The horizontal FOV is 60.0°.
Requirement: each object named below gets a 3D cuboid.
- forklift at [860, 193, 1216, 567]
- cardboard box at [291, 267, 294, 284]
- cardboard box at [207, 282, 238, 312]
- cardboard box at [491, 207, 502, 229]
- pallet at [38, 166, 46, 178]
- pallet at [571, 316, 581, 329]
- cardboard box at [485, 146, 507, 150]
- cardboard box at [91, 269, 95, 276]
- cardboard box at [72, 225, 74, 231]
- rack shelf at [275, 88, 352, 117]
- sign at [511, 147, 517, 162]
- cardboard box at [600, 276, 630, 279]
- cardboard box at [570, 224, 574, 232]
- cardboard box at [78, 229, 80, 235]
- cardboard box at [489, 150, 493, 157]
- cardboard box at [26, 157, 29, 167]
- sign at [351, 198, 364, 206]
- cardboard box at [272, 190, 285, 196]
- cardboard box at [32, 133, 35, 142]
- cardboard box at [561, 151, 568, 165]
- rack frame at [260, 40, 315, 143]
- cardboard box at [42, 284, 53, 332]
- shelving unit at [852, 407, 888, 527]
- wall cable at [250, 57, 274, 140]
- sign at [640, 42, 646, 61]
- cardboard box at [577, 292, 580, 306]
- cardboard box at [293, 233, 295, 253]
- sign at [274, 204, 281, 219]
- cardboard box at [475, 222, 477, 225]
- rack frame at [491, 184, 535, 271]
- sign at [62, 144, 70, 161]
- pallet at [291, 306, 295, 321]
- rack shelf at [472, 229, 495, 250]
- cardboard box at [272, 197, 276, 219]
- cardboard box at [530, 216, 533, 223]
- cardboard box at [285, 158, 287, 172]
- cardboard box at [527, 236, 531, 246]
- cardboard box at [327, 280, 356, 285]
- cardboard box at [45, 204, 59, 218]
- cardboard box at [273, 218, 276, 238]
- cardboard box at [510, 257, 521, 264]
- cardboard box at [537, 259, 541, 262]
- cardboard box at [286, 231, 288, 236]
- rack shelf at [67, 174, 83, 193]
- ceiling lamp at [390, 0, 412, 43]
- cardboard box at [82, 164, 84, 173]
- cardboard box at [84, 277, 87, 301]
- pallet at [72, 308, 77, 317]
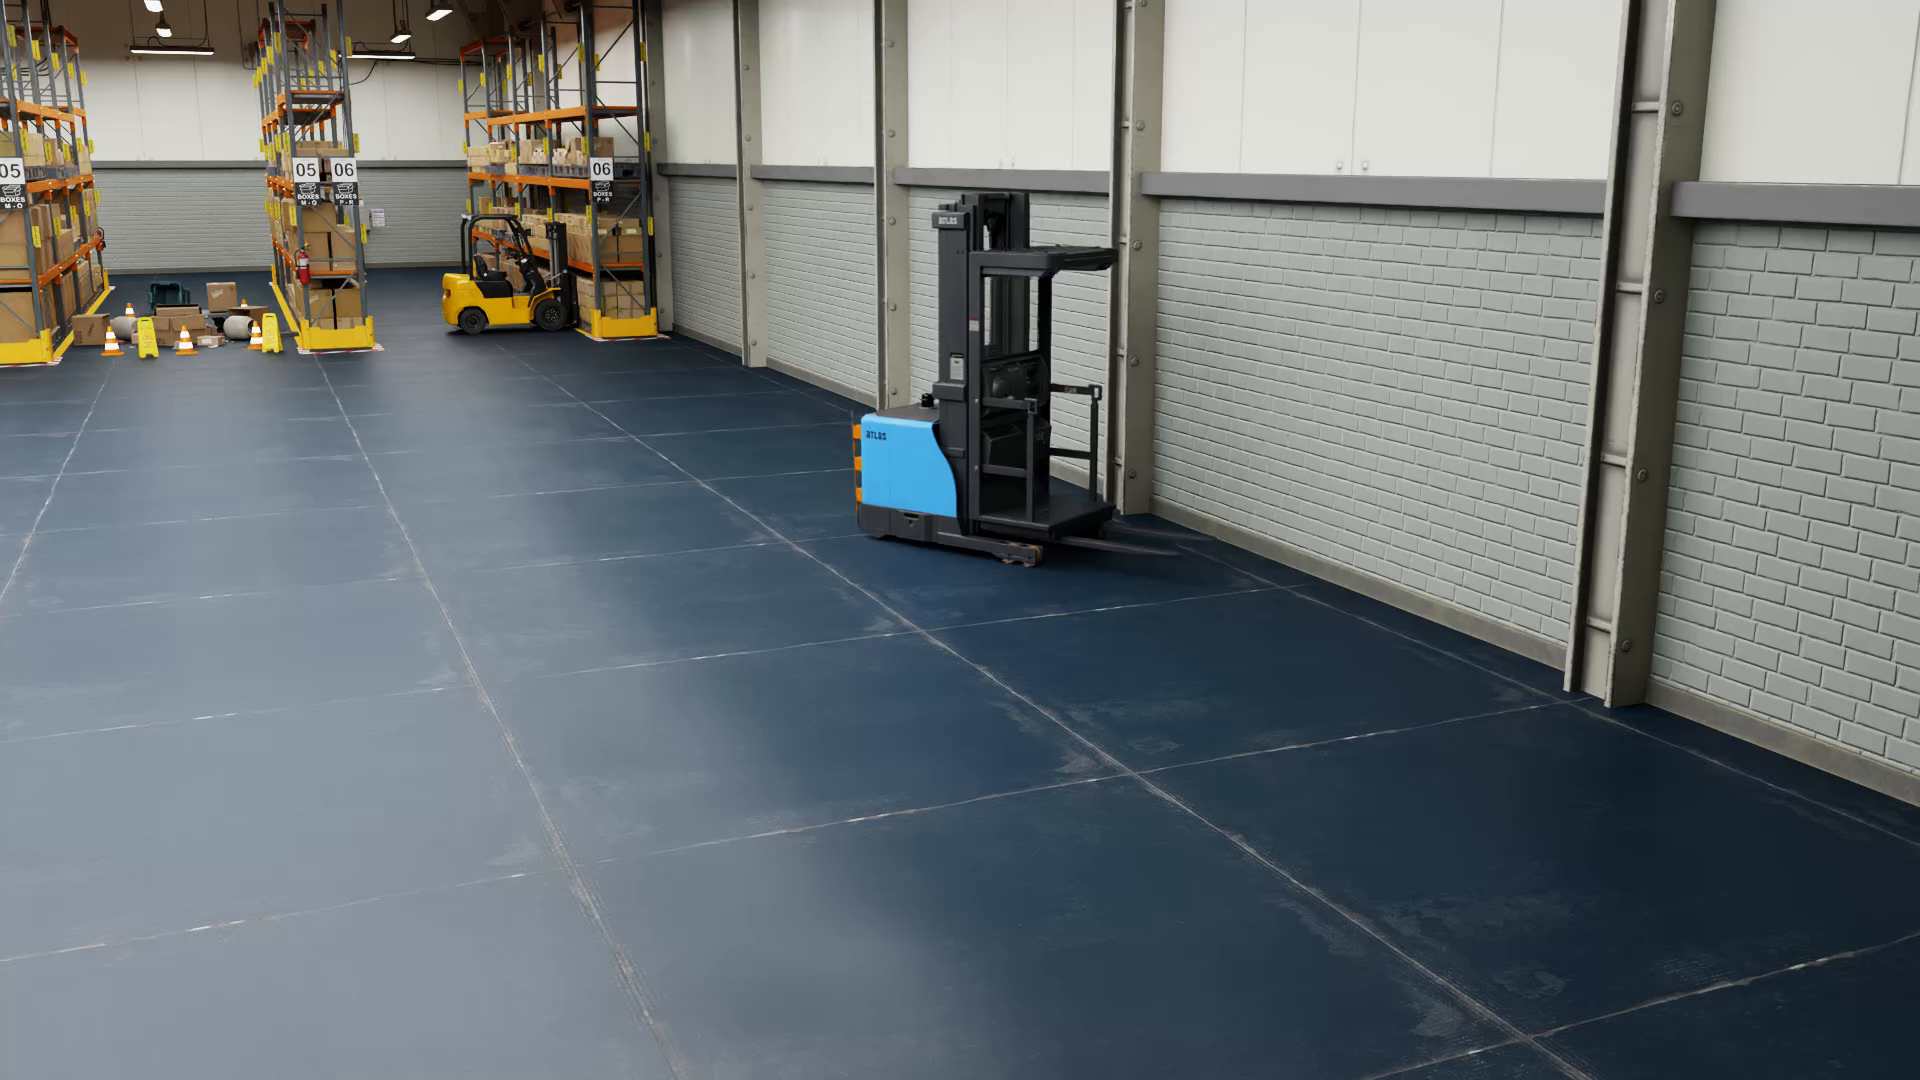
[{"bbox_3d":[0.634,-1.349,13.699,3.031,2.935,1.130,9,16,34],"label":"forklift"},{"bbox_3d":[-14.139,-5.762,36.393,0.875,0.875,0.875,-6,14,-23],"label":"cardboard box"},{"bbox_3d":[-13.955,-4.600,31.457,0.500,0.500,0.500,-6,14,-23],"label":"cardboard box"},{"bbox_3d":[-11.006,-7.851,40.486,0.700,0.500,0.500,-5,14,-22],"label":"cardboard box"},{"bbox_3d":[-16.513,-6.396,28.897,1.003,0.211,1.213,-6,14,-23],"label":"pallet"},{"bbox_3d":[-7.017,-4.286,32.419,1.003,0.211,1.213,-6,14,-23],"label":"pallet"},{"bbox_3d":[-11.417,-9.577,41.009,0.500,0.250,0.500,-6,14,-23],"label":"cardboard box"},{"bbox_3d":[-20.339,-6.218,38.655,0.380,0.149,0.250,-5,14,-22],"label":"cardboard box"},{"bbox_3d":[-18.961,-6.585,35.136,0.380,0.149,0.250,-6,14,-23],"label":"cardboard box"},{"bbox_3d":[-11.535,-7.773,29.601,1.077,0.370,4.000,-6,14,-23],"label":"rack shelf"},{"bbox_3d":[-9.890,-8.556,36.886,0.100,0.325,0.005,-6,14,-23],"label":"sign"},{"bbox_3d":[-6.601,-4.914,31.899,0.500,0.250,0.500,-6,14,-23],"label":"cardboard box"},{"bbox_3d":[-7.302,-6.019,32.062,0.380,0.149,0.250,-6,14,-24],"label":"cardboard box"},{"bbox_3d":[-19.591,-6.765,36.573,0.380,0.149,0.250,-6,14,-23],"label":"cardboard box"},{"bbox_3d":[-11.042,-9.249,39.770,0.380,0.149,0.250,-6,14,-24],"label":"cardboard box"},{"bbox_3d":[-15.175,-6.066,26.679,0.380,0.149,0.250,-5,14,-22],"label":"cardboard box"},{"bbox_3d":[-17.574,-9.858,48.478,0.339,0.242,0.001,-6,14,-23],"label":"sign"},{"bbox_3d":[-15.956,-8.155,39.076,0.380,0.149,0.250,-6,14,-24],"label":"cardboard box"},{"bbox_3d":[-15.784,-6.768,27.944,0.380,0.149,0.250,-5,14,-22],"label":"cardboard box"},{"bbox_3d":[-7.473,-7.380,32.097,0.396,0.266,0.258,-6,14,-24],"label":"cardboard box"},{"bbox_3d":[-15.541,-10.191,38.446,1.000,3.000,0.127,-6,14,-23],"label":"rack frame"},{"bbox_3d":[-16.279,-3.995,28.760,0.875,0.875,0.875,-6,14,-23],"label":"cardboard box"},{"bbox_3d":[-0.778,-0.641,14.785,0.252,1.050,0.215,6,14,36],"label":"shelving unit"},{"bbox_3d":[-19.680,-12.167,46.985,0.463,3.000,0.029,-6,14,-23],"label":"wall cable"},{"bbox_3d":[-5.676,-8.742,29.763,0.100,0.325,0.005,-6,14,-23],"label":"sign"},{"bbox_3d":[-7.086,-4.629,31.775,0.500,0.250,0.500,-6,14,-24],"label":"cardboard box"},{"bbox_3d":[-11.597,-5.278,29.640,0.500,0.500,0.500,-6,14,-23],"label":"cardboard box"},{"bbox_3d":[-14.446,-6.955,35.202,0.100,0.325,0.005,-6,14,-23],"label":"sign"},{"bbox_3d":[-12.460,-8.394,43.657,0.500,0.250,0.500,-5,14,-22],"label":"cardboard box"},{"bbox_3d":[-10.994,-7.718,41.063,1.000,3.000,0.127,-6,14,-23],"label":"rack frame"},{"bbox_3d":[-17.922,-7.774,33.334,0.100,0.325,0.005,-6,14,-23],"label":"sign"},{"bbox_3d":[-13.142,-4.670,34.081,1.003,0.211,1.213,-6,14,-23],"label":"pallet"},{"bbox_3d":[-11.796,-7.780,42.930,1.077,0.370,4.000,-6,14,-23],"label":"rack shelf"},{"bbox_3d":[-15.628,-7.688,38.494,0.500,0.500,0.500,-5,14,-22],"label":"cardboard box"},{"bbox_3d":[-9.183,-7.005,36.323,0.380,0.149,0.250,-5,14,-22],"label":"cardboard box"},{"bbox_3d":[-11.803,-6.719,29.768,0.500,0.250,0.500,-5,14,-22],"label":"cardboard box"},{"bbox_3d":[-9.241,-6.600,36.567,0.500,0.250,0.500,-6,14,-24],"label":"cardboard box"},{"bbox_3d":[-11.443,-4.538,30.828,0.500,0.500,0.500,-5,14,-20],"label":"cardboard box"},{"bbox_3d":[-18.059,-6.312,32.551,0.700,0.500,0.500,-6,14,-24],"label":"cardboard box"},{"bbox_3d":[-16.172,-7.496,39.883,0.500,0.500,0.500,-6,14,-24],"label":"cardboard box"},{"bbox_3d":[-10.514,-6.658,39.660,0.380,0.149,0.250,-5,14,-21],"label":"cardboard box"},{"bbox_3d":[-9.743,-6.546,39.173,0.380,0.149,0.250,-6,14,-24],"label":"cardboard box"},{"bbox_3d":[-13.343,-6.406,33.585,0.500,0.500,0.500,-6,14,-25],"label":"cardboard box"},{"bbox_3d":[-19.235,-7.498,35.058,1.077,0.370,4.000,-6,14,-23],"label":"rack shelf"},{"bbox_3d":[-12.672,-13.113,38.123,0.800,3.185,2.000,-6,14,-23],"label":"ceiling lamp"},{"bbox_3d":[-20.189,-8.411,37.739,0.500,0.250,0.500,-6,14,-24],"label":"cardboard box"},{"bbox_3d":[-18.898,-5.339,35.400,0.500,0.500,0.500,-6,14,-24],"label":"cardboard box"},{"bbox_3d":[-18.187,-4.446,33.111,1.003,0.211,1.213,-6,14,-23],"label":"pallet"}]
